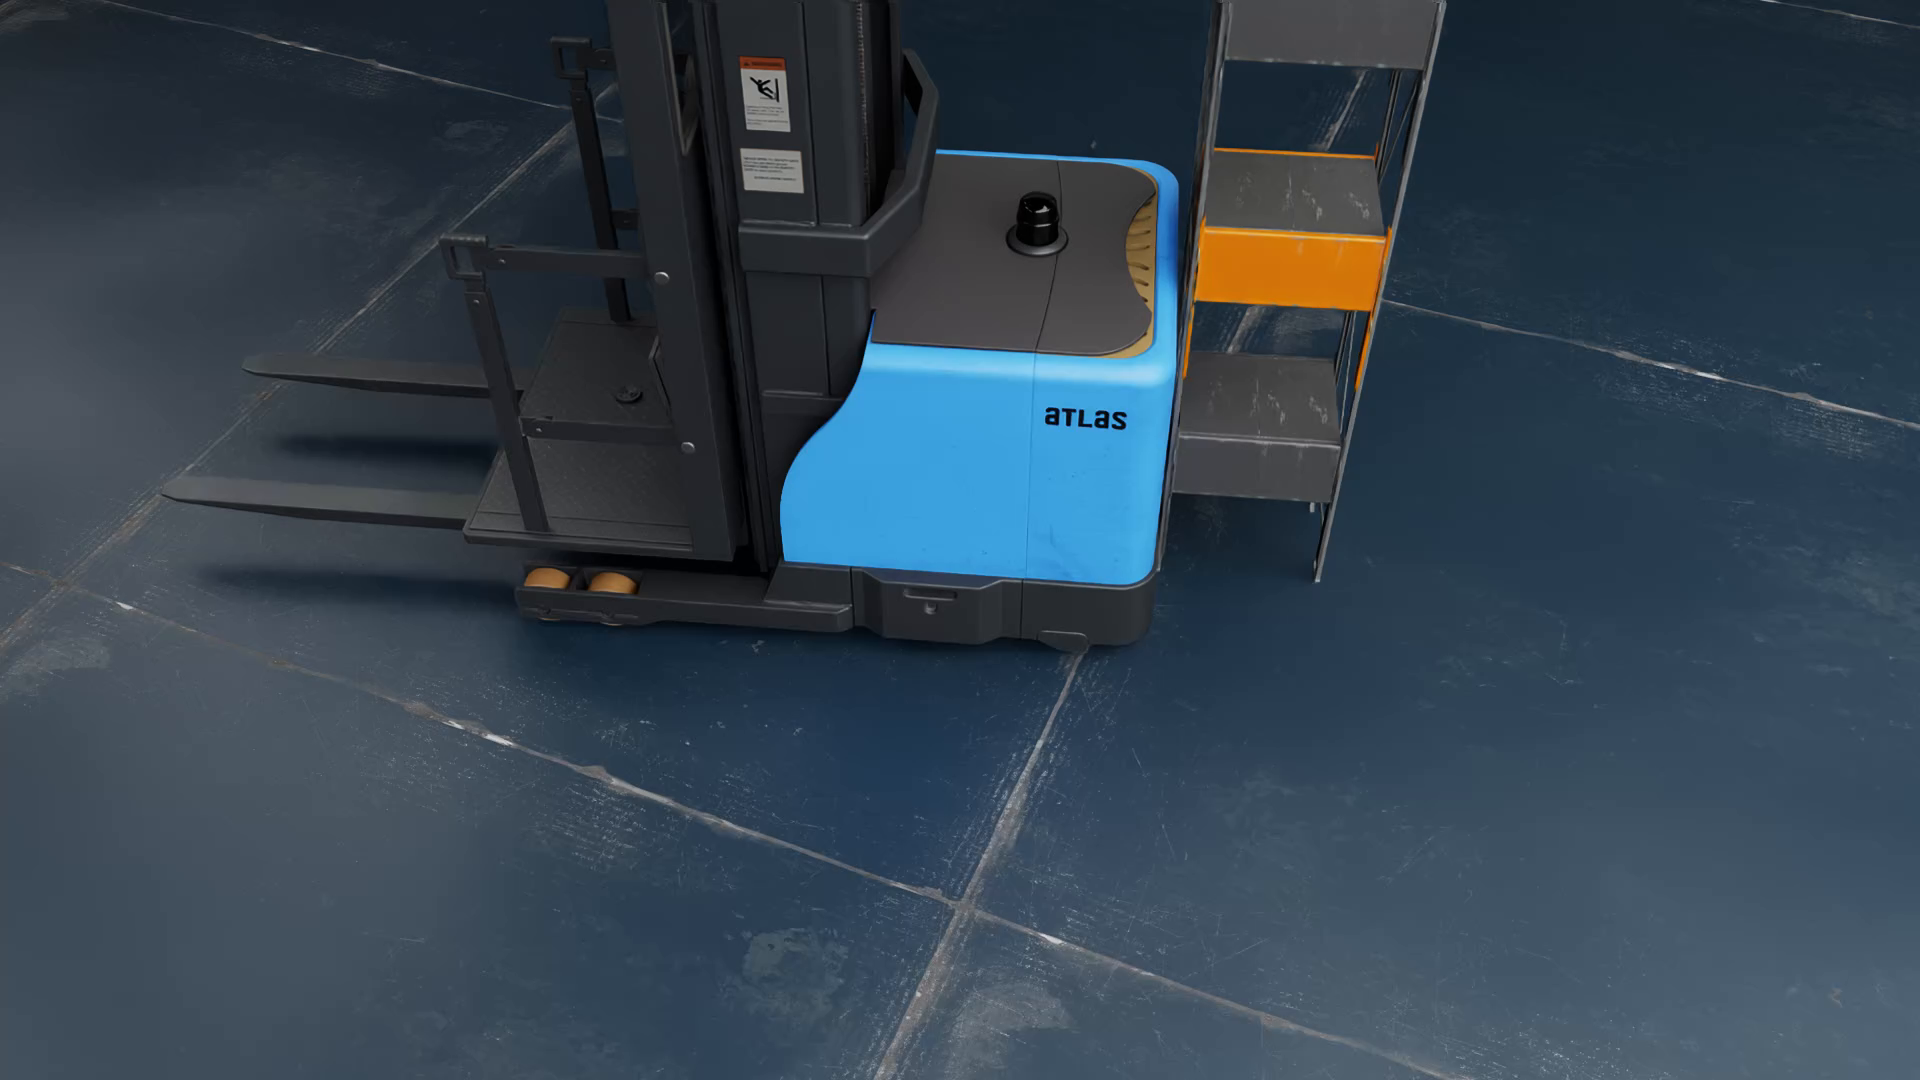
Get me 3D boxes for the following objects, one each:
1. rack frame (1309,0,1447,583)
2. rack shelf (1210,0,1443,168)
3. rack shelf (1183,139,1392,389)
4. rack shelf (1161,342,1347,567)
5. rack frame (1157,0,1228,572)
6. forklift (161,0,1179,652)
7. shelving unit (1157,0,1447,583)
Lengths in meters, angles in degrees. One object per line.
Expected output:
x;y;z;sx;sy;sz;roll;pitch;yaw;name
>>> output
1.117;-0.751;4.517;0.015;2.100;0.400;4;45;4;rack frame
0.875;-1.255;4.050;0.480;0.518;0.431;4;45;4;rack shelf
0.875;-0.759;4.543;0.480;0.518;0.431;4;45;4;rack shelf
0.875;-0.263;5.037;0.480;0.518;0.431;4;45;4;rack shelf
0.632;-0.786;4.551;0.015;2.100;0.400;4;45;4;rack frame
-0.902;-1.149;4.326;3.031;2.935;1.130;4;45;4;forklift
0.875;-0.769;4.534;0.503;2.100;0.431;4;45;4;shelving unit
